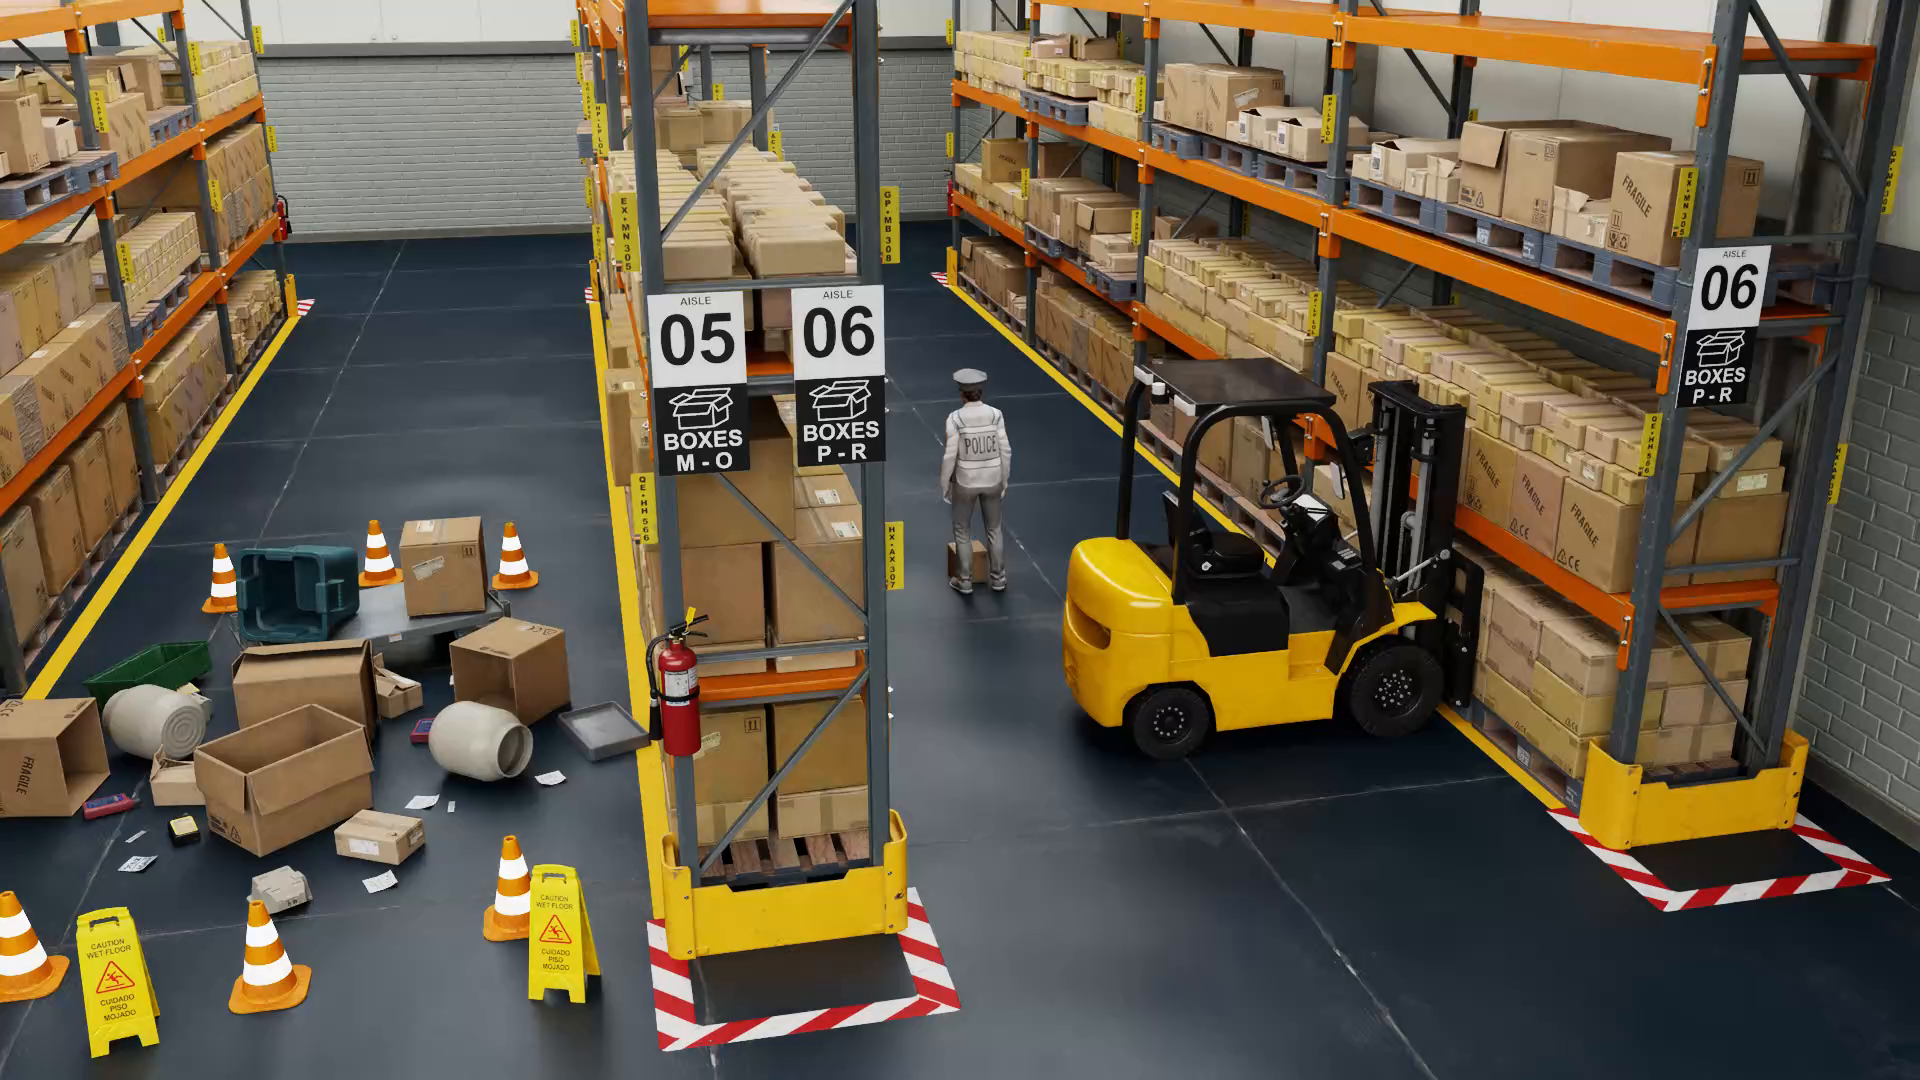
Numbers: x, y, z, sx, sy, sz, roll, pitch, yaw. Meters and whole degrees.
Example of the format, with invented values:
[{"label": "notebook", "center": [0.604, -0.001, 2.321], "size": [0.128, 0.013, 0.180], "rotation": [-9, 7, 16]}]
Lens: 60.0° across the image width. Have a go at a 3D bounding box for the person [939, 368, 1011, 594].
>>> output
[{"label": "person", "center": [0.110, -0.417, 12.223], "size": [0.547, 1.666, 0.370], "rotation": [-6, 21, -15]}]
